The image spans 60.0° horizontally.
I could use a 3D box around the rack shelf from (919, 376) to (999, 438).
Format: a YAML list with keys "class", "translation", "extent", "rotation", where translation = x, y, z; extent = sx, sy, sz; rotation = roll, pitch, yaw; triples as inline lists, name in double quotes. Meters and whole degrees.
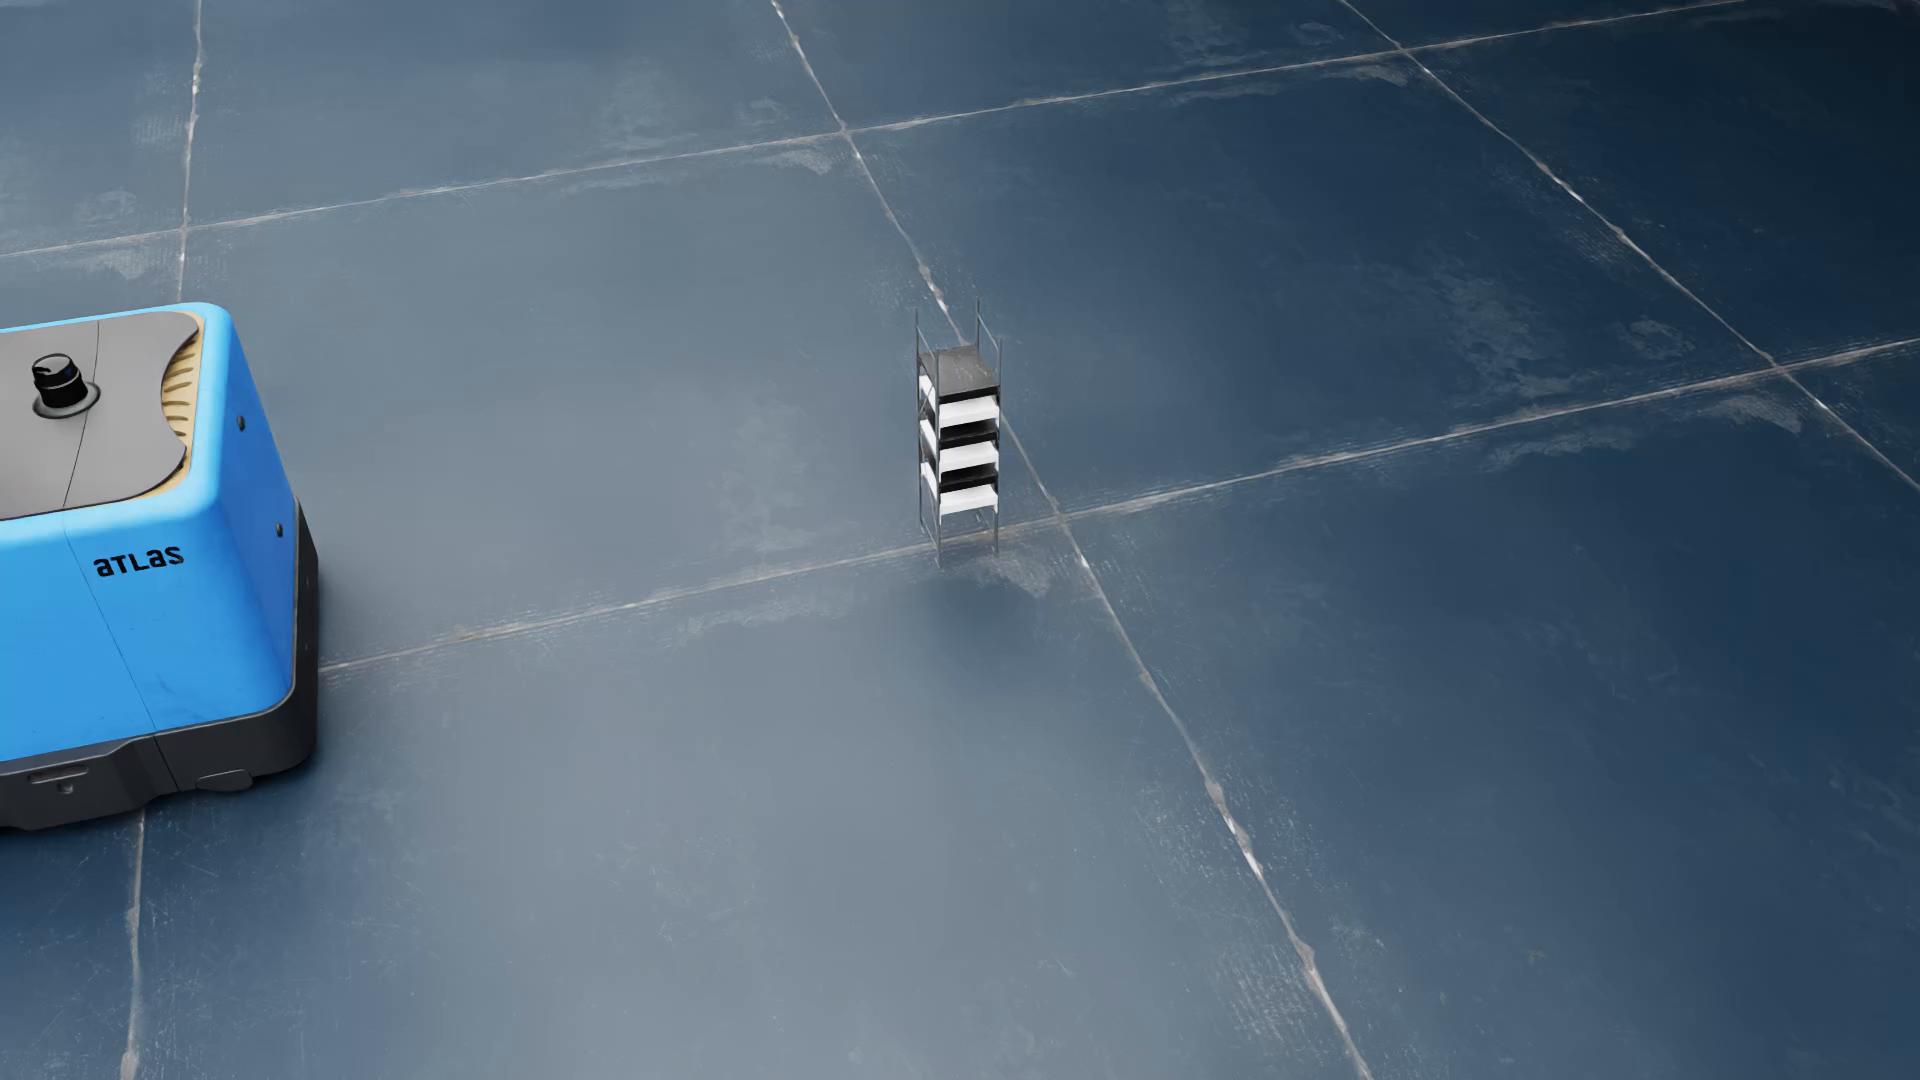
- class: "rack shelf"
  translation: [-0.008, -0.448, 5.356]
  extent: [0.200, 0.077, 0.258]
  rotation: [-12, 42, -13]

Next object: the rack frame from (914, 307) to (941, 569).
- class: "rack frame"
  translation: [-0.105, -0.317, 5.429]
  extent: [0.006, 0.900, 0.240]
  rotation: [-12, 42, -13]

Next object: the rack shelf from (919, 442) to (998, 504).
- class: "rack shelf"
  translation: [-0.008, -0.244, 5.533]
  extent: [0.200, 0.077, 0.258]
  rotation: [-12, 42, -13]

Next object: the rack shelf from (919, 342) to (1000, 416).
- class: "rack shelf"
  translation: [-0.008, -0.516, 5.296]
  extent: [0.200, 0.077, 0.258]
  rotation: [-12, 42, -13]

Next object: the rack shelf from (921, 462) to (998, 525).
- class: "rack shelf"
  translation: [-0.008, -0.177, 5.592]
  extent: [0.200, 0.077, 0.258]
  rotation: [-12, 42, -13]

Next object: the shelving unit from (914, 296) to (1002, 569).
- class: "shelving unit"
  translation: [-0.008, -0.337, 5.452]
  extent: [0.210, 0.900, 0.258]
  rotation: [-12, 42, -13]

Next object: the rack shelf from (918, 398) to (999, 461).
- class: "rack shelf"
  translation: [-0.008, -0.380, 5.415]
  extent: [0.200, 0.077, 0.258]
  rotation: [-12, 42, -13]

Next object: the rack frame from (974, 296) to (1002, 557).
- class: "rack frame"
  translation: [0.089, -0.357, 5.475]
  extent: [0.006, 0.900, 0.240]
  rotation: [-12, 42, -13]

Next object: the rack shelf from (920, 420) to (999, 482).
- class: "rack shelf"
  translation: [-0.008, -0.312, 5.474]
  extent: [0.200, 0.077, 0.258]
  rotation: [-12, 42, -13]

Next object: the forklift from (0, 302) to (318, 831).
- class: "forklift"
  translation: [-3.491, -0.449, 4.036]
  extent: [3.031, 2.935, 1.130]
  rotation: [-11, 42, -12]
